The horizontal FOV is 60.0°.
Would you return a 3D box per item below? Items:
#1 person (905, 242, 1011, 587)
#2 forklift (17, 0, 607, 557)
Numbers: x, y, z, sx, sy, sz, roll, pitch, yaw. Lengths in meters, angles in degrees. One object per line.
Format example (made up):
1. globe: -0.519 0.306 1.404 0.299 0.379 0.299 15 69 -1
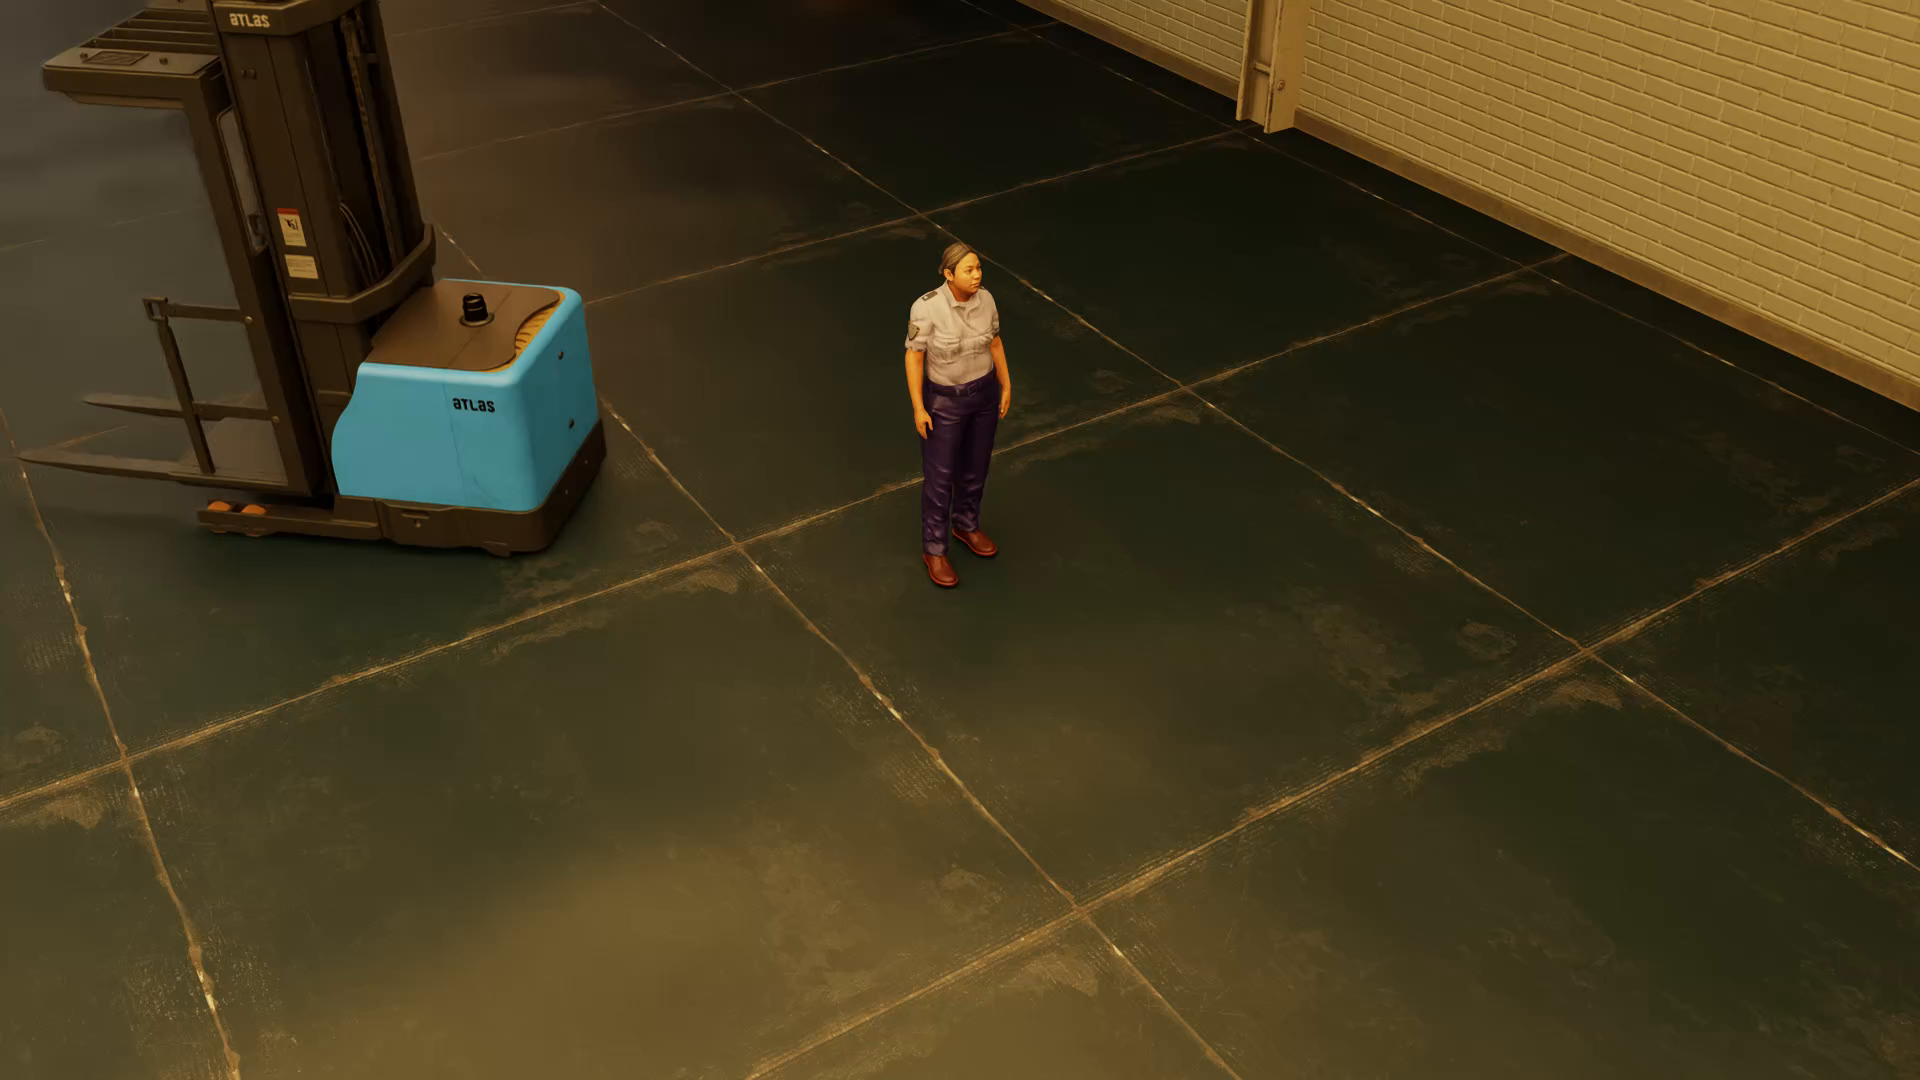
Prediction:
1. person: 0.030 -0.631 8.147 0.598 1.651 0.503 -21 40 -27
2. forklift: -3.528 -1.509 8.295 3.031 2.935 1.130 5 35 8
